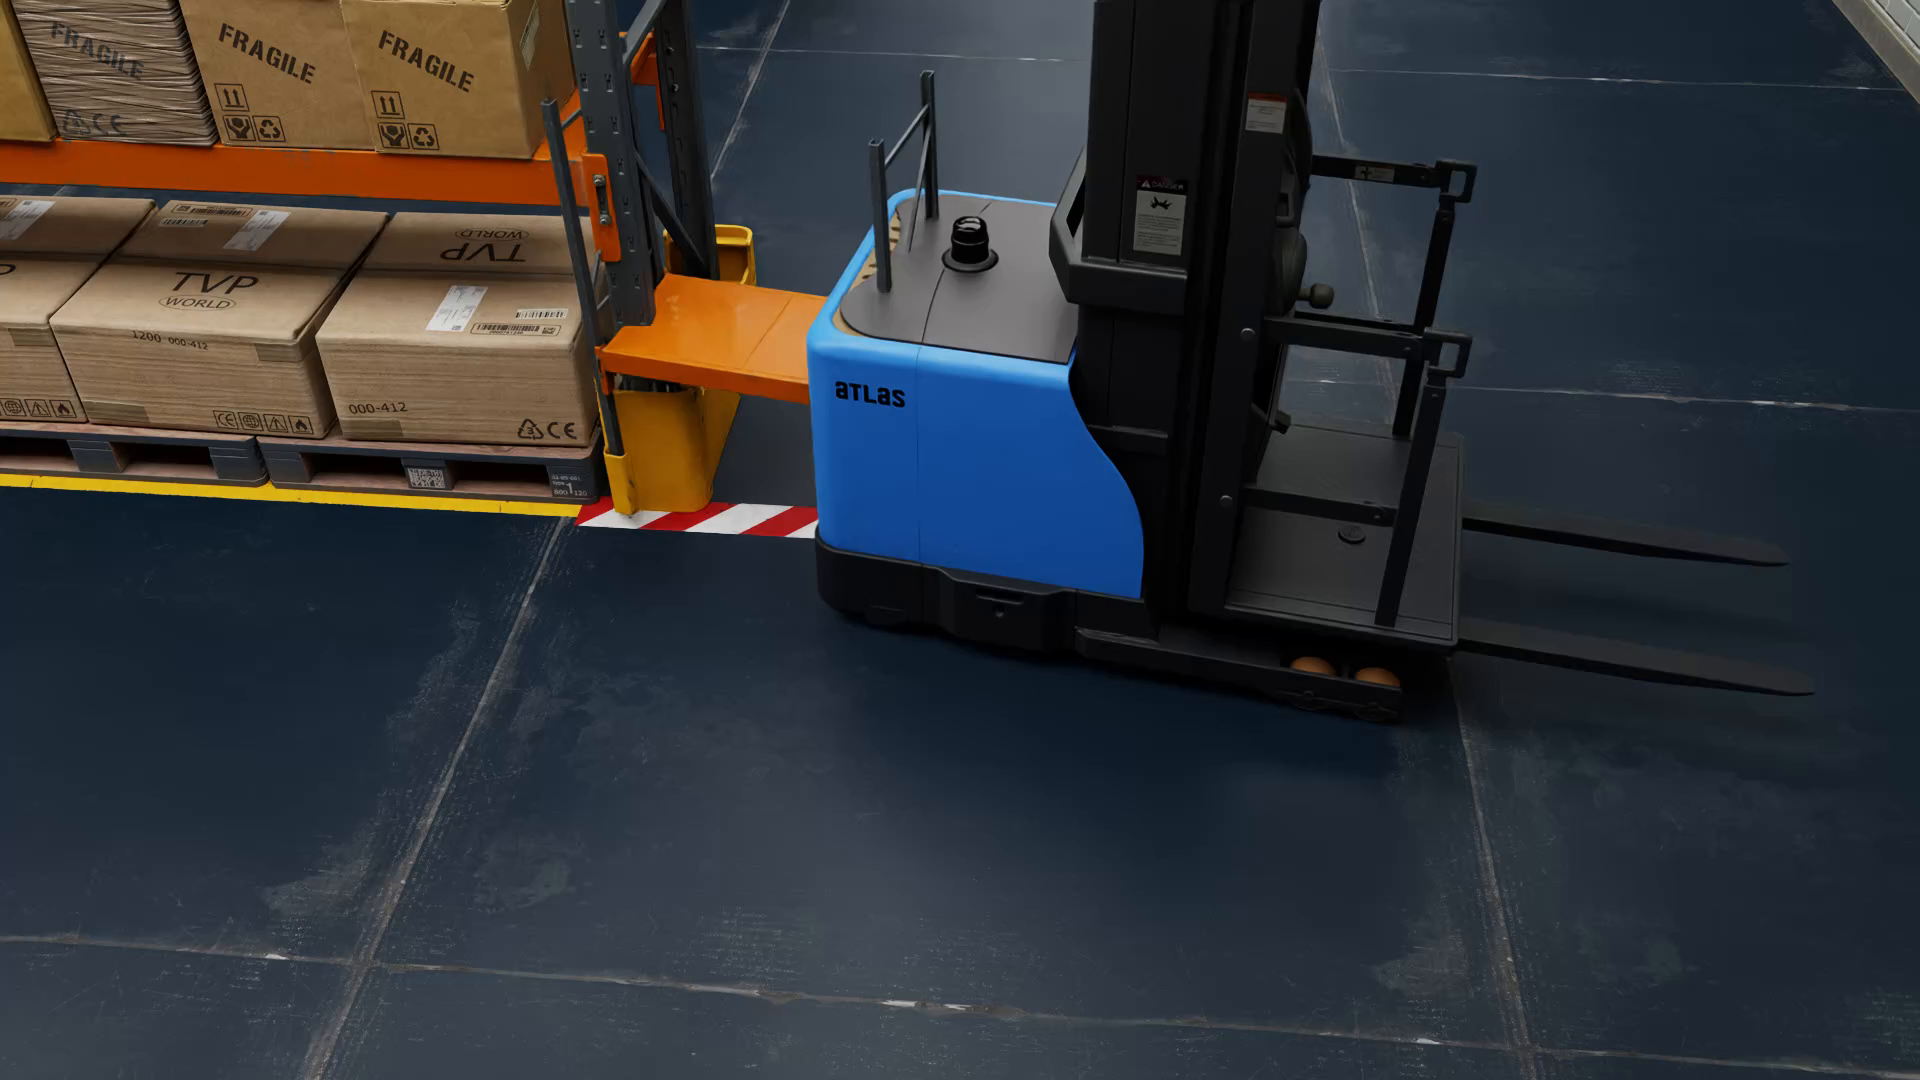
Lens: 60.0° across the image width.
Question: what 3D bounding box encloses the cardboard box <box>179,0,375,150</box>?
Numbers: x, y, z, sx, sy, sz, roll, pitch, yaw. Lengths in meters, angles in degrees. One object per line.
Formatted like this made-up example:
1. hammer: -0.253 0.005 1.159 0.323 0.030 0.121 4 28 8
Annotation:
1. cardboard box: -2.043 -1.571 5.224 0.500 0.500 0.500 2 39 3

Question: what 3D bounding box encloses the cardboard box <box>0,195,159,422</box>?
1. cardboard box: -3.518 -0.872 6.142 0.875 0.438 0.875 2 39 3

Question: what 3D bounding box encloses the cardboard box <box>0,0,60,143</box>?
1. cardboard box: -3.072 -1.612 5.276 0.500 0.500 0.500 4 39 5

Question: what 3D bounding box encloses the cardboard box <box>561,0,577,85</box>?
1. cardboard box: -1.495 -1.881 5.605 0.500 0.500 0.500 3 39 3

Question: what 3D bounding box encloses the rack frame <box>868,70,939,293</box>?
1. rack frame: -0.148 -0.673 5.266 0.032 1.500 0.500 10 42 14

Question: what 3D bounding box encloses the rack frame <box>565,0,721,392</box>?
1. rack frame: -1.041 -1.635 5.383 0.127 3.000 1.000 3 39 4

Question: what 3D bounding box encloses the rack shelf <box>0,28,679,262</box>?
1. rack shelf: -3.034 -1.465 5.744 4.000 0.370 1.077 3 39 4

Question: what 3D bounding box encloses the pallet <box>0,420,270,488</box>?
1. pallet: -3.057 -0.616 6.340 1.213 0.211 1.003 3 39 4

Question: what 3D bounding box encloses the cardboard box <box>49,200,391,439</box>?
1. cardboard box: -2.620 -0.822 6.081 0.875 0.438 0.875 4 39 5

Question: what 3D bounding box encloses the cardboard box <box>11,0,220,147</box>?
1. cardboard box: -2.557 -1.592 5.251 0.500 0.500 0.500 4 39 5

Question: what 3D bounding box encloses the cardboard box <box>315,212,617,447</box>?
1. cardboard box: -1.707 -0.777 6.026 0.875 0.438 0.875 2 39 2

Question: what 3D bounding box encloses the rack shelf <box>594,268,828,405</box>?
1. rack shelf: -0.629 -0.624 5.505 1.000 0.185 0.538 10 42 14

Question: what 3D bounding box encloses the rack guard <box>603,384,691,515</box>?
1. rack guard: -1.085 -0.368 5.910 0.087 0.250 0.587 10 42 14

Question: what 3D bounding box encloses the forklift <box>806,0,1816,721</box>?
1. forklift: 1.111 -0.957 4.604 3.031 2.935 1.130 9 40 11

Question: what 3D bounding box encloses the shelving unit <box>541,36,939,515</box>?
1. shelving unit: -0.625 -0.760 5.388 1.083 1.500 0.587 10 42 14

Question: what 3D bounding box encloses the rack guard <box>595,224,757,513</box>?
1. rack guard: -1.017 -0.664 6.170 0.348 0.500 1.175 3 39 4

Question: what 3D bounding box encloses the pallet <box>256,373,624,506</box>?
1. pallet: -1.845 -0.548 6.256 1.213 0.211 1.003 3 39 4

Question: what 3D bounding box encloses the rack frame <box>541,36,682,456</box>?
1. rack frame: -1.118 -0.850 5.513 0.032 1.500 0.500 10 42 14

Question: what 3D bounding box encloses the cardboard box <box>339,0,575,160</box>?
1. cardboard box: -1.545 -1.534 5.179 0.500 0.500 0.500 3 39 4
